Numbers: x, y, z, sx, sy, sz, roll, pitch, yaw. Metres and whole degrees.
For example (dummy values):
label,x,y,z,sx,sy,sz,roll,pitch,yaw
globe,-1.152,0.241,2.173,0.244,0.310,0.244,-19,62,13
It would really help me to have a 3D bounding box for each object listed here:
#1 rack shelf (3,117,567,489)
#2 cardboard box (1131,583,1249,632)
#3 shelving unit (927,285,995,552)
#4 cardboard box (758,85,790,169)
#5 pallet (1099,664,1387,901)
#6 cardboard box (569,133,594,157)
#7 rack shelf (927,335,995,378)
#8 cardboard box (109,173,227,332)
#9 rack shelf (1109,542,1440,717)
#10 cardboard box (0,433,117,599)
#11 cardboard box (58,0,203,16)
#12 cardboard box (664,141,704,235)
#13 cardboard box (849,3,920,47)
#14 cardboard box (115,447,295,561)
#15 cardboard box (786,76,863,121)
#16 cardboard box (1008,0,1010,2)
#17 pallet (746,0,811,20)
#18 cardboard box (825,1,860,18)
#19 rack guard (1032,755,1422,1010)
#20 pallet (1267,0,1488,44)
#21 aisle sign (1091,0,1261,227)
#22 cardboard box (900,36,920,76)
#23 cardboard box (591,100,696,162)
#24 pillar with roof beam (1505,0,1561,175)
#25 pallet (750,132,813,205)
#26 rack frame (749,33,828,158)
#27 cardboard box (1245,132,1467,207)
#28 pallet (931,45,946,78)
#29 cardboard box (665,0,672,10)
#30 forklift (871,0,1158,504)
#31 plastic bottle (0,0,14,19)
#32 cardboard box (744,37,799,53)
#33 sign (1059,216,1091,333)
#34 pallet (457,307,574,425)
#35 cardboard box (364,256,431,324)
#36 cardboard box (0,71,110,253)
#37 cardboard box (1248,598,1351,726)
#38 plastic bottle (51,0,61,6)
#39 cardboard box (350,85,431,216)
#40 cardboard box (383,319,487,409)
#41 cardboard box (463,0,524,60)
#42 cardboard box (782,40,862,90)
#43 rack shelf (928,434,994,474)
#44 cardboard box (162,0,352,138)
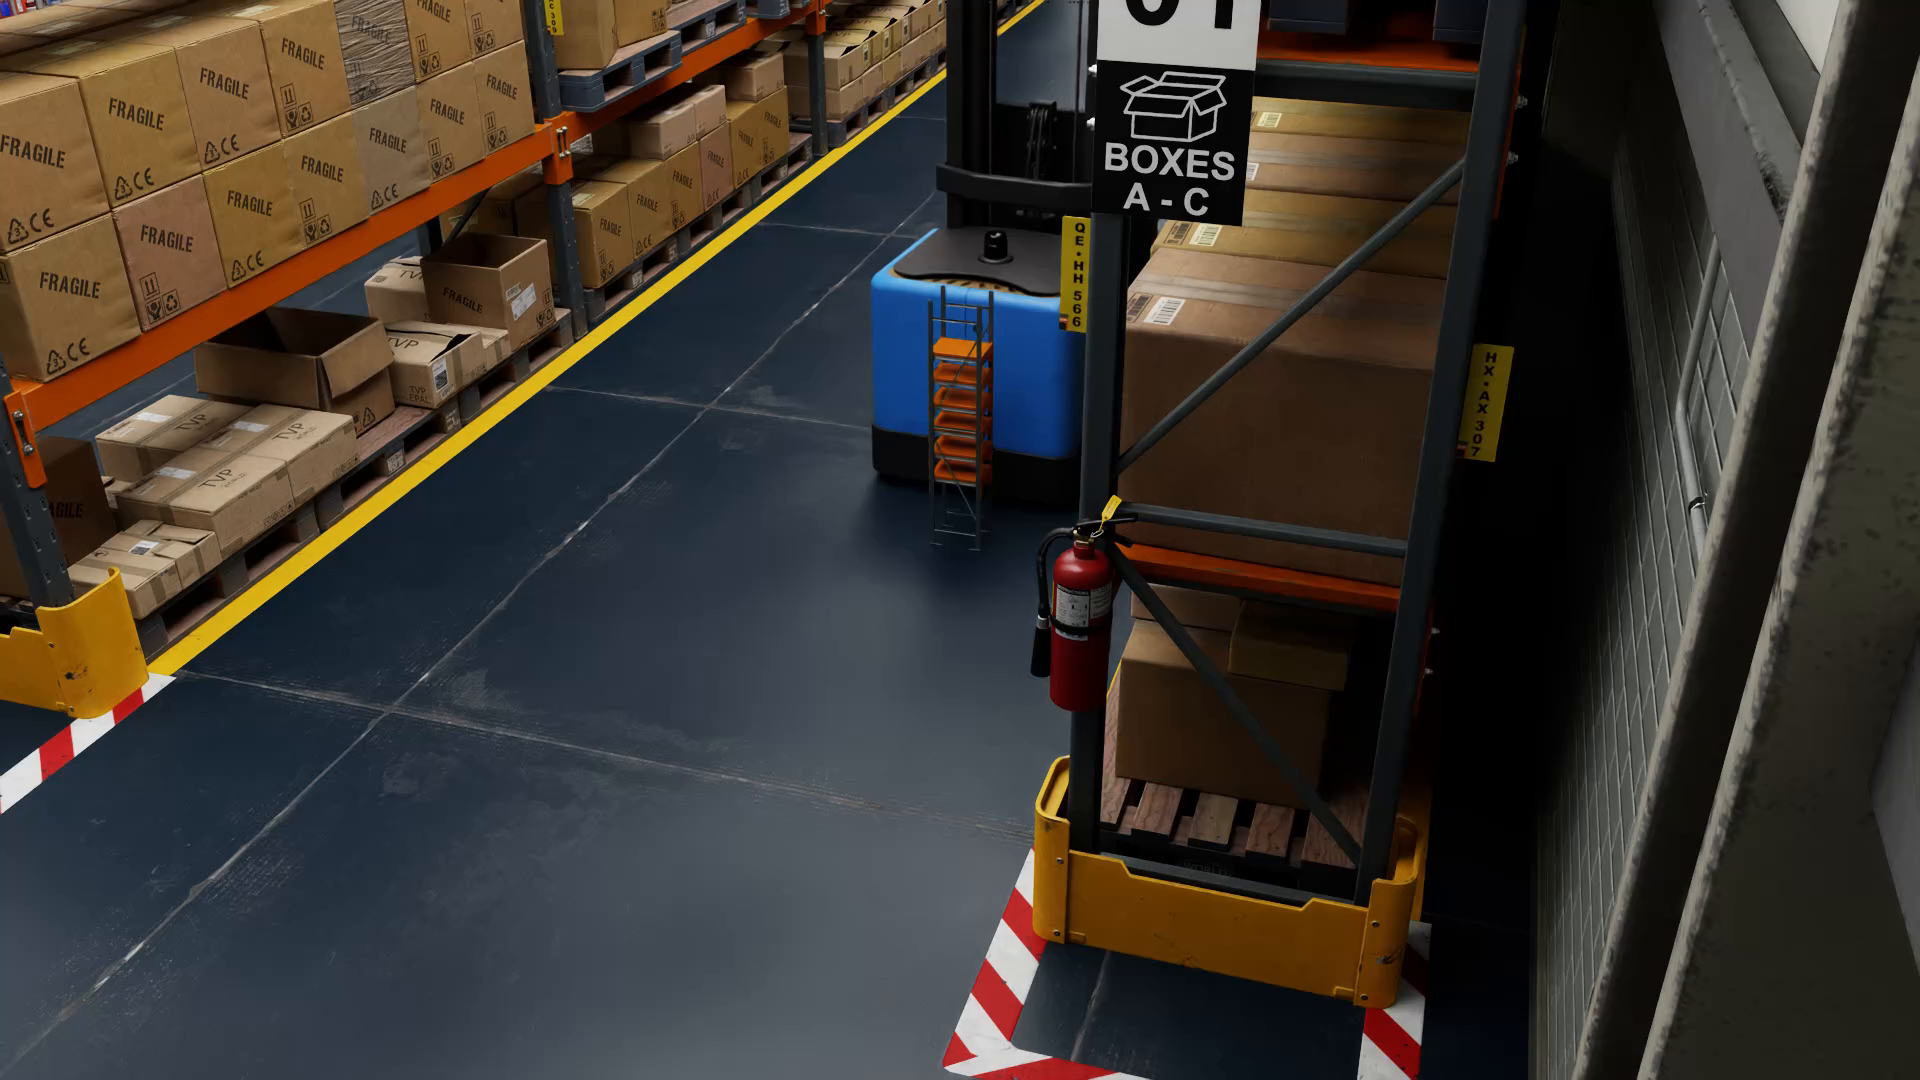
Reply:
label,x,y,z,sx,sy,sz,roll,pitch,yaw
rack shelf,-3.312,-1.346,7.823,1.077,0.370,4.000,8,30,15
cardboard box,0.811,0.175,5.823,0.380,0.149,0.250,8,30,14
shelving unit,0.004,-0.531,7.470,0.258,1.200,0.189,8,30,15
cardboard box,-1.601,-3.080,12.320,0.500,0.500,0.500,10,31,17
pallet,0.998,0.810,6.076,1.003,0.211,1.213,8,30,15
cardboard box,-2.553,-2.421,11.135,0.500,0.500,0.500,9,30,15
rack shelf,0.004,-0.807,7.317,0.258,0.103,0.180,8,30,15
cardboard box,-3.370,-1.183,6.689,0.500,0.500,0.500,8,30,14
rack shelf,1.425,-0.641,6.556,1.077,0.370,4.000,8,30,15
cardboard box,-3.975,-0.118,6.996,0.500,0.500,0.500,8,30,15
cardboard box,-3.585,-2.173,7.438,0.500,0.500,0.500,9,30,16
cardboard box,-2.050,-2.360,11.026,0.500,0.500,0.500,9,30,15
cardboard box,-0.668,-4.598,14.749,0.500,0.311,0.500,8,30,14
cardboard box,-3.321,-0.166,7.338,0.500,0.250,0.500,8,30,15
cardboard box,-1.116,-3.632,13.589,0.500,0.250,0.500,8,30,15
cardboard box,0.353,-5.925,17.711,0.500,0.250,0.500,8,30,15
pallet,-1.683,-4.040,12.123,1.213,0.211,1.003,8,30,15
cardboard box,-1.186,-4.663,14.867,0.500,0.311,0.500,9,30,16
rack guard,0.831,1.078,5.298,1.175,0.500,0.348,8,30,15
pallet,1.045,-1.644,4.625,1.003,0.211,1.213,8,30,15
aisle sign,0.530,-1.171,4.095,0.394,0.787,0.004,8,30,15
cardboard box,-0.672,-4.346,14.874,0.500,0.250,0.500,9,30,16
cardboard box,-2.056,-2.672,10.815,0.500,0.250,0.500,9,30,15
pillar with roof beam,0.279,-7.460,11.903,9.100,9.000,0.400,8,30,15
pallet,-1.806,-2.888,12.725,1.003,0.211,1.213,8,30,15
rack frame,-1.551,-4.448,12.661,1.000,3.000,0.127,8,30,15
cardboard box,1.413,-1.088,6.311,0.980,0.700,0.700,7,30,12
pallet,-0.556,-4.741,16.055,1.003,0.211,1.213,8,30,15
cardboard box,-2.265,-3.647,10.685,0.700,0.500,0.500,1,29,2
forklift,0.578,-2.152,8.603,1.130,2.935,3.031,11,31,19
plastic bottle,-6.683,-3.769,11.560,0.061,0.283,0.133,8,30,15
cardboard box,-1.632,-3.954,13.592,0.500,0.311,0.500,9,30,16
sign,0.323,-0.719,4.522,0.100,0.325,0.005,8,30,15
pallet,-2.927,-1.052,9.424,1.003,0.211,1.213,8,30,15
cardboard box,-3.055,-1.443,9.571,0.500,0.311,0.500,8,30,15
cardboard box,-3.517,-1.380,6.013,0.500,0.500,0.500,9,30,16
cardboard box,1.094,0.311,6.244,0.700,0.500,0.500,8,30,15
plastic bottle,-6.559,-3.991,11.970,0.097,0.271,0.097,0,29,0
cardboard box,-2.925,-1.885,7.951,0.500,0.500,0.500,9,30,16
cardboard box,-2.841,-0.953,8.691,0.500,0.311,0.500,8,30,15
cardboard box,-2.626,-2.798,8.563,0.500,0.500,0.500,9,30,15
cardboard box,-1.116,-3.877,13.453,0.500,0.311,0.500,10,30,17
rack shelf,0.004,-0.387,7.550,0.258,0.103,0.180,8,30,15
cardboard box,-3.071,-2.092,7.293,0.500,0.500,0.500,8,30,14
